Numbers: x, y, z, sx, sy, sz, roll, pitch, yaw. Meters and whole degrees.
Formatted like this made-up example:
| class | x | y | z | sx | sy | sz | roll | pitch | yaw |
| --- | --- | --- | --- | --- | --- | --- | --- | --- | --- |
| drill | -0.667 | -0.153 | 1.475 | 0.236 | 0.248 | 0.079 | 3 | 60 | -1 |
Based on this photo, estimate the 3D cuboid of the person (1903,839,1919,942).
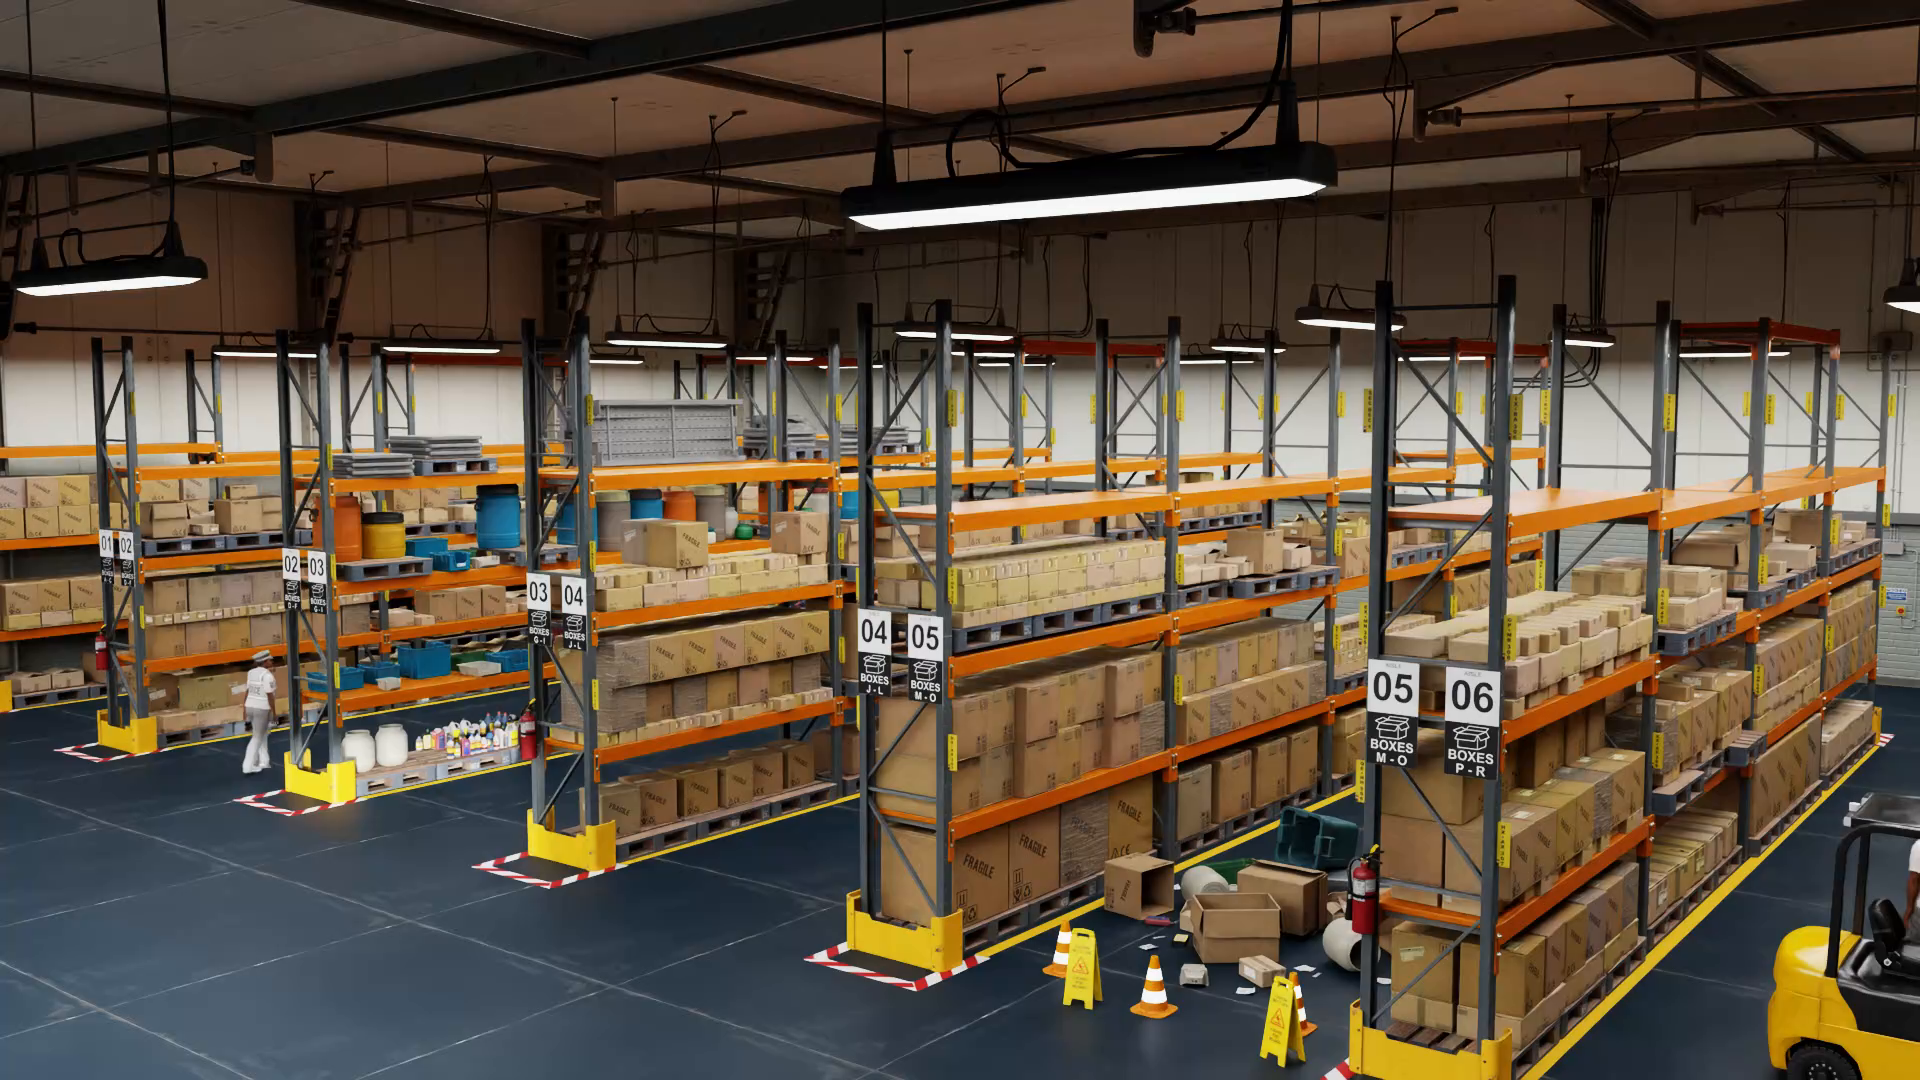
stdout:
| class | x | y | z | sx | sy | sz | roll | pitch | yaw |
| --- | --- | --- | --- | --- | --- | --- | --- | --- | --- |
| person | 8.167 | 3.108 | 13.842 | 0.541 | 1.809 | 0.602 | 3 | 6 | 30 |

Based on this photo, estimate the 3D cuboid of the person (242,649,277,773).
| class | x | y | z | sx | sy | sz | roll | pitch | yaw |
| --- | --- | --- | --- | --- | --- | --- | --- | --- | --- |
| person | -9.611 | 2.369 | 22.817 | 0.500 | 1.728 | 0.612 | 3 | 6 | 28 |
